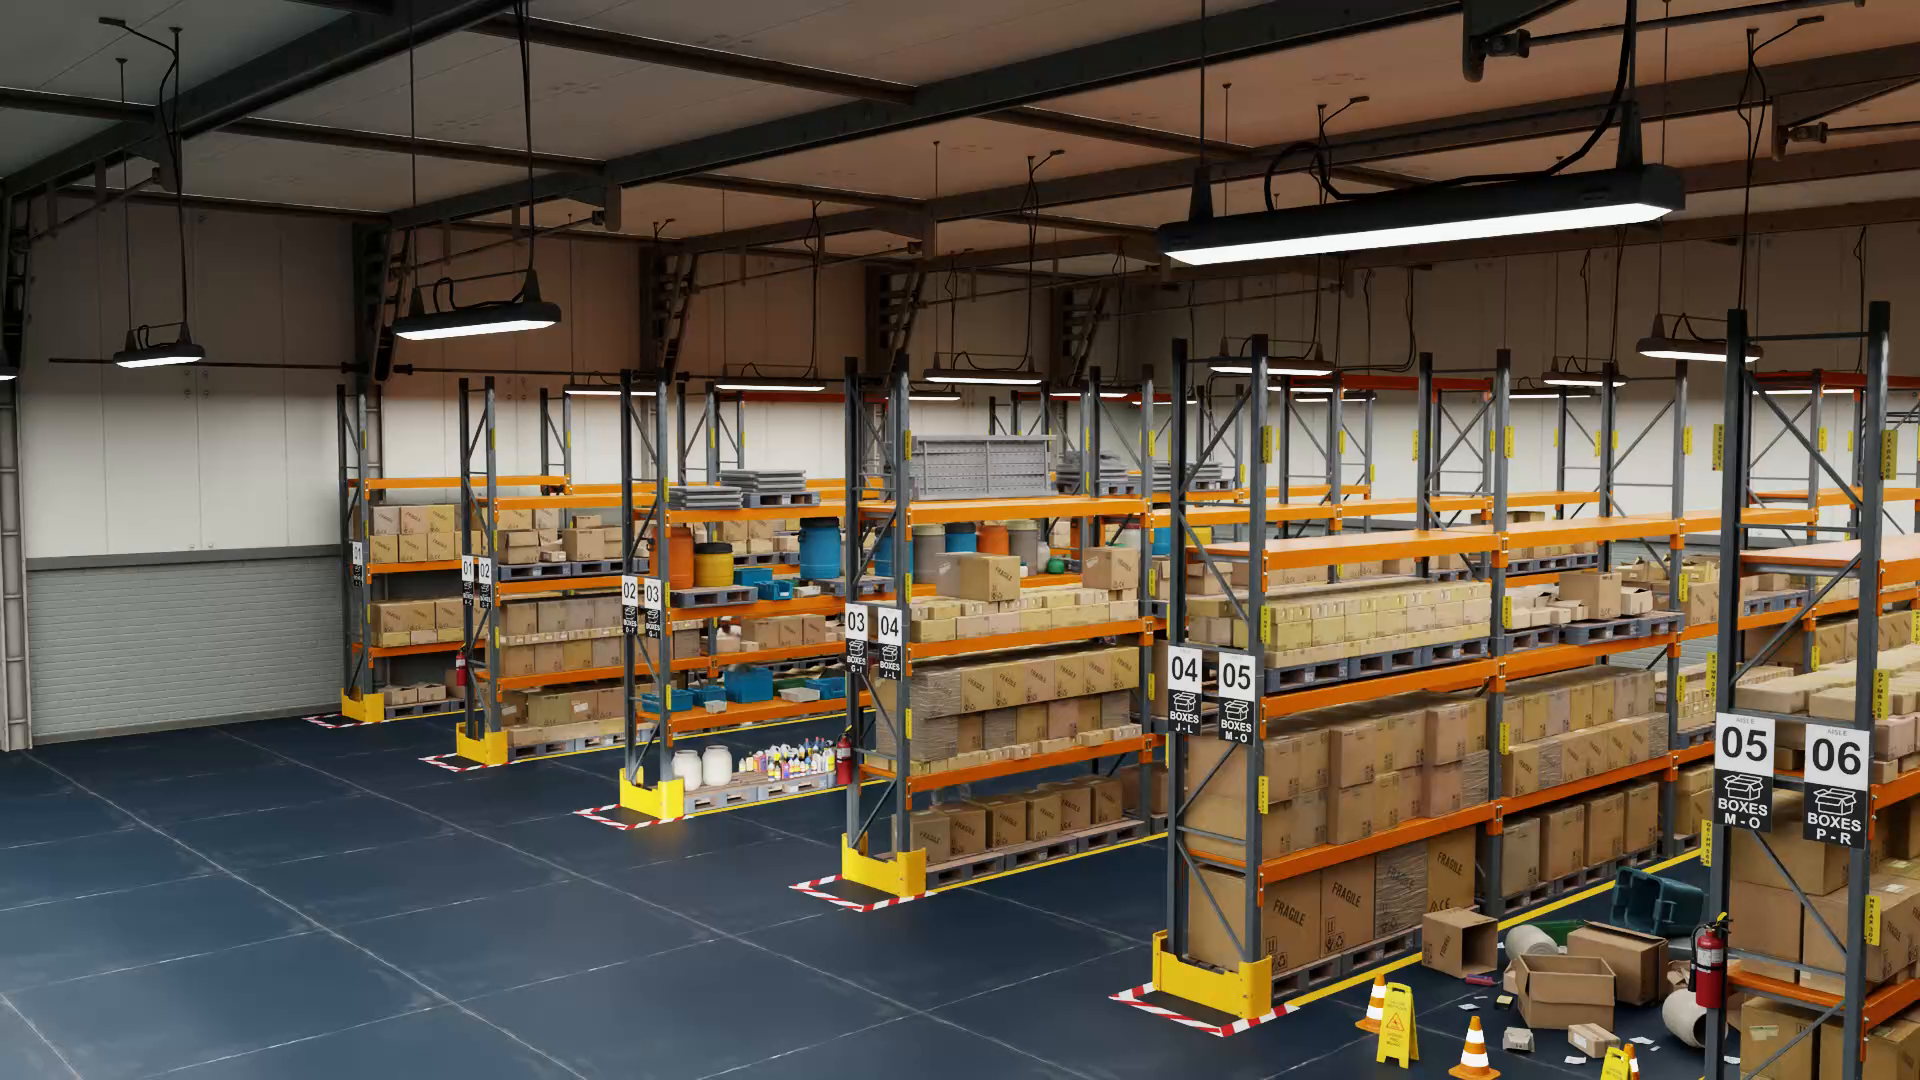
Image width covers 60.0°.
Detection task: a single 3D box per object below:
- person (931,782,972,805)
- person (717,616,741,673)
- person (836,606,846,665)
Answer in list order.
[{"bbox_3d":[-0.179,2.895,21.962,0.705,1.717,0.754,1,4,9],"label":"person"},{"bbox_3d":[-4.352,2.231,31.853,0.719,1.670,0.935,2,5,34],"label":"person"},{"bbox_3d":[-2.322,2.074,34.151,0.736,1.755,0.622,-3,5,-42],"label":"person"}]
